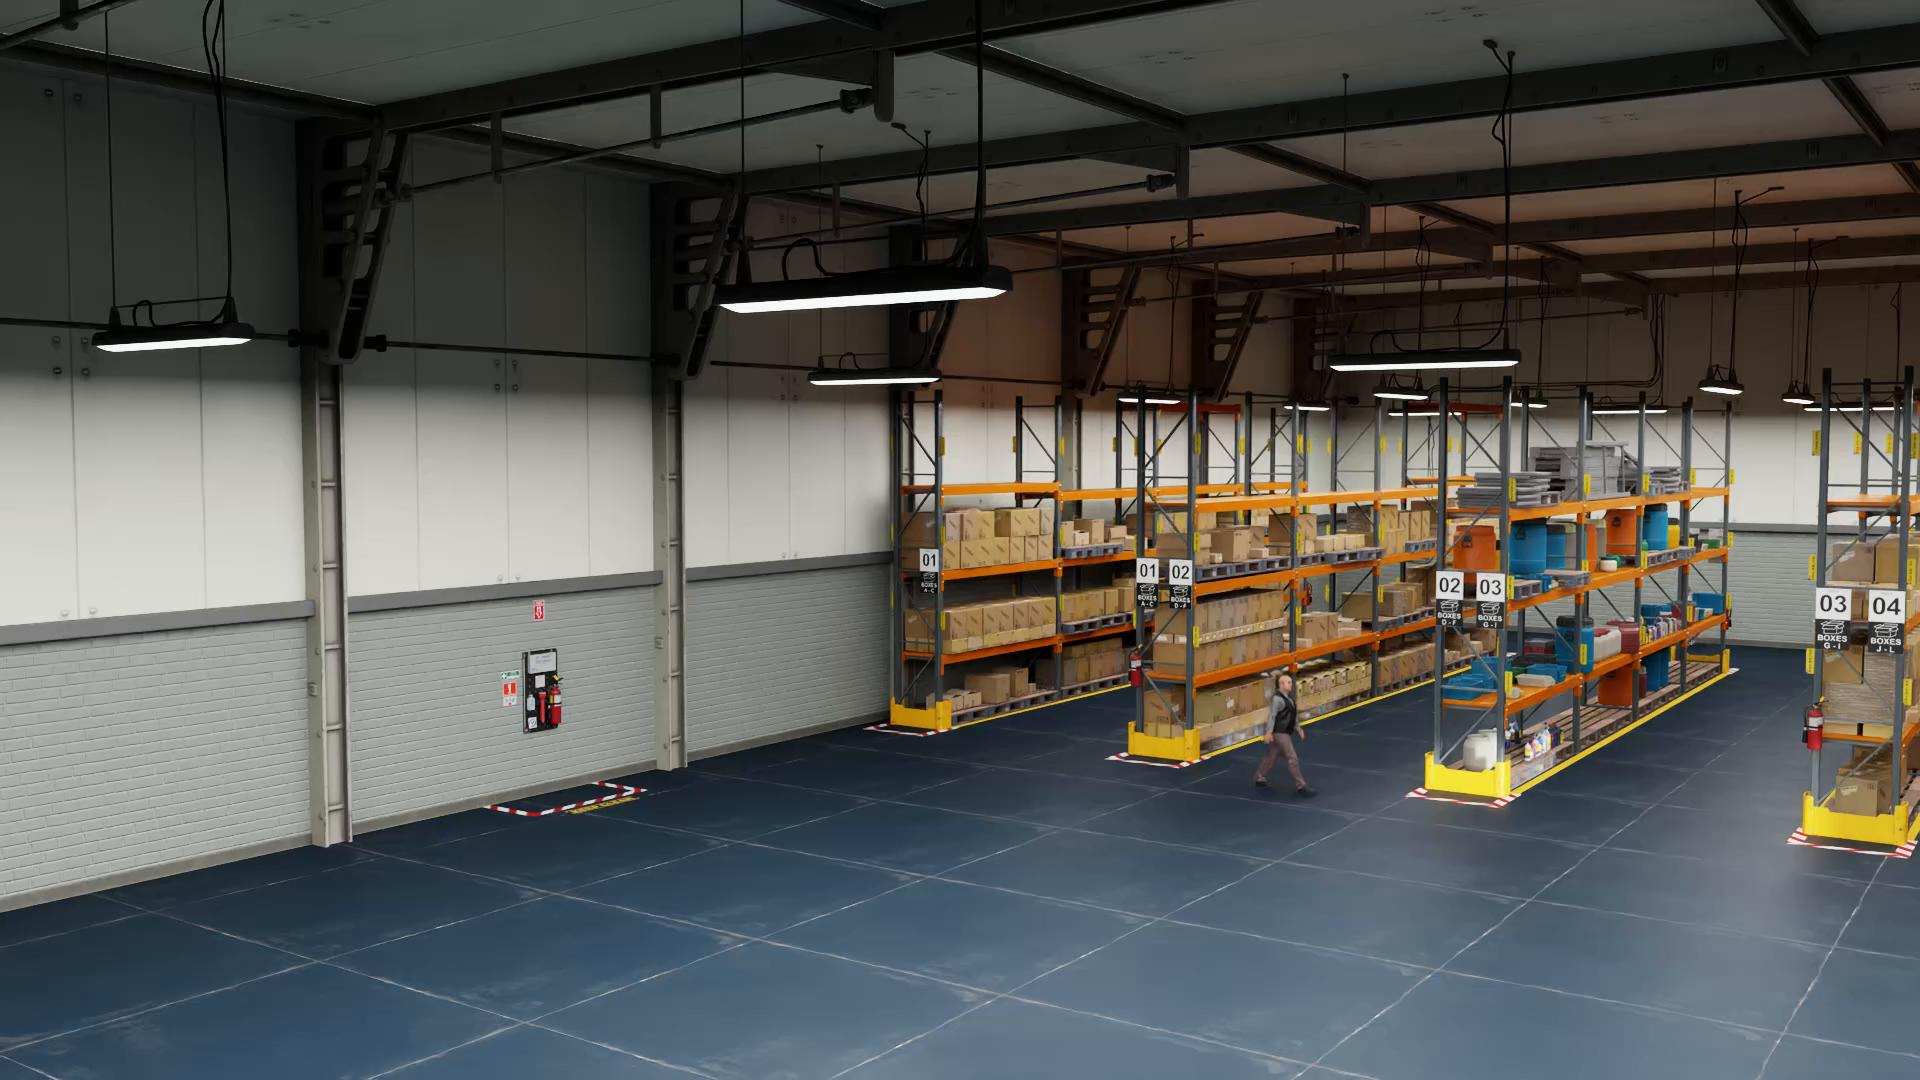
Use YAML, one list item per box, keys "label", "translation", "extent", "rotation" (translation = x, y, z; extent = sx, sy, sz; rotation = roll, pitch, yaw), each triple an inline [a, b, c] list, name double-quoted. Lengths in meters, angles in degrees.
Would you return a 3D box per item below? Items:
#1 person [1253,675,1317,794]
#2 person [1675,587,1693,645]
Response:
- label: "person"
  translation: [4.719, 2.789, 24.058]
  extent: [0.976, 1.665, 0.538]
  rotation: [1, 3, 21]
- label: "person"
  translation: [17.808, 1.889, 40.922]
  extent: [0.540, 1.586, 0.424]
  rotation: [0, 3, -2]
